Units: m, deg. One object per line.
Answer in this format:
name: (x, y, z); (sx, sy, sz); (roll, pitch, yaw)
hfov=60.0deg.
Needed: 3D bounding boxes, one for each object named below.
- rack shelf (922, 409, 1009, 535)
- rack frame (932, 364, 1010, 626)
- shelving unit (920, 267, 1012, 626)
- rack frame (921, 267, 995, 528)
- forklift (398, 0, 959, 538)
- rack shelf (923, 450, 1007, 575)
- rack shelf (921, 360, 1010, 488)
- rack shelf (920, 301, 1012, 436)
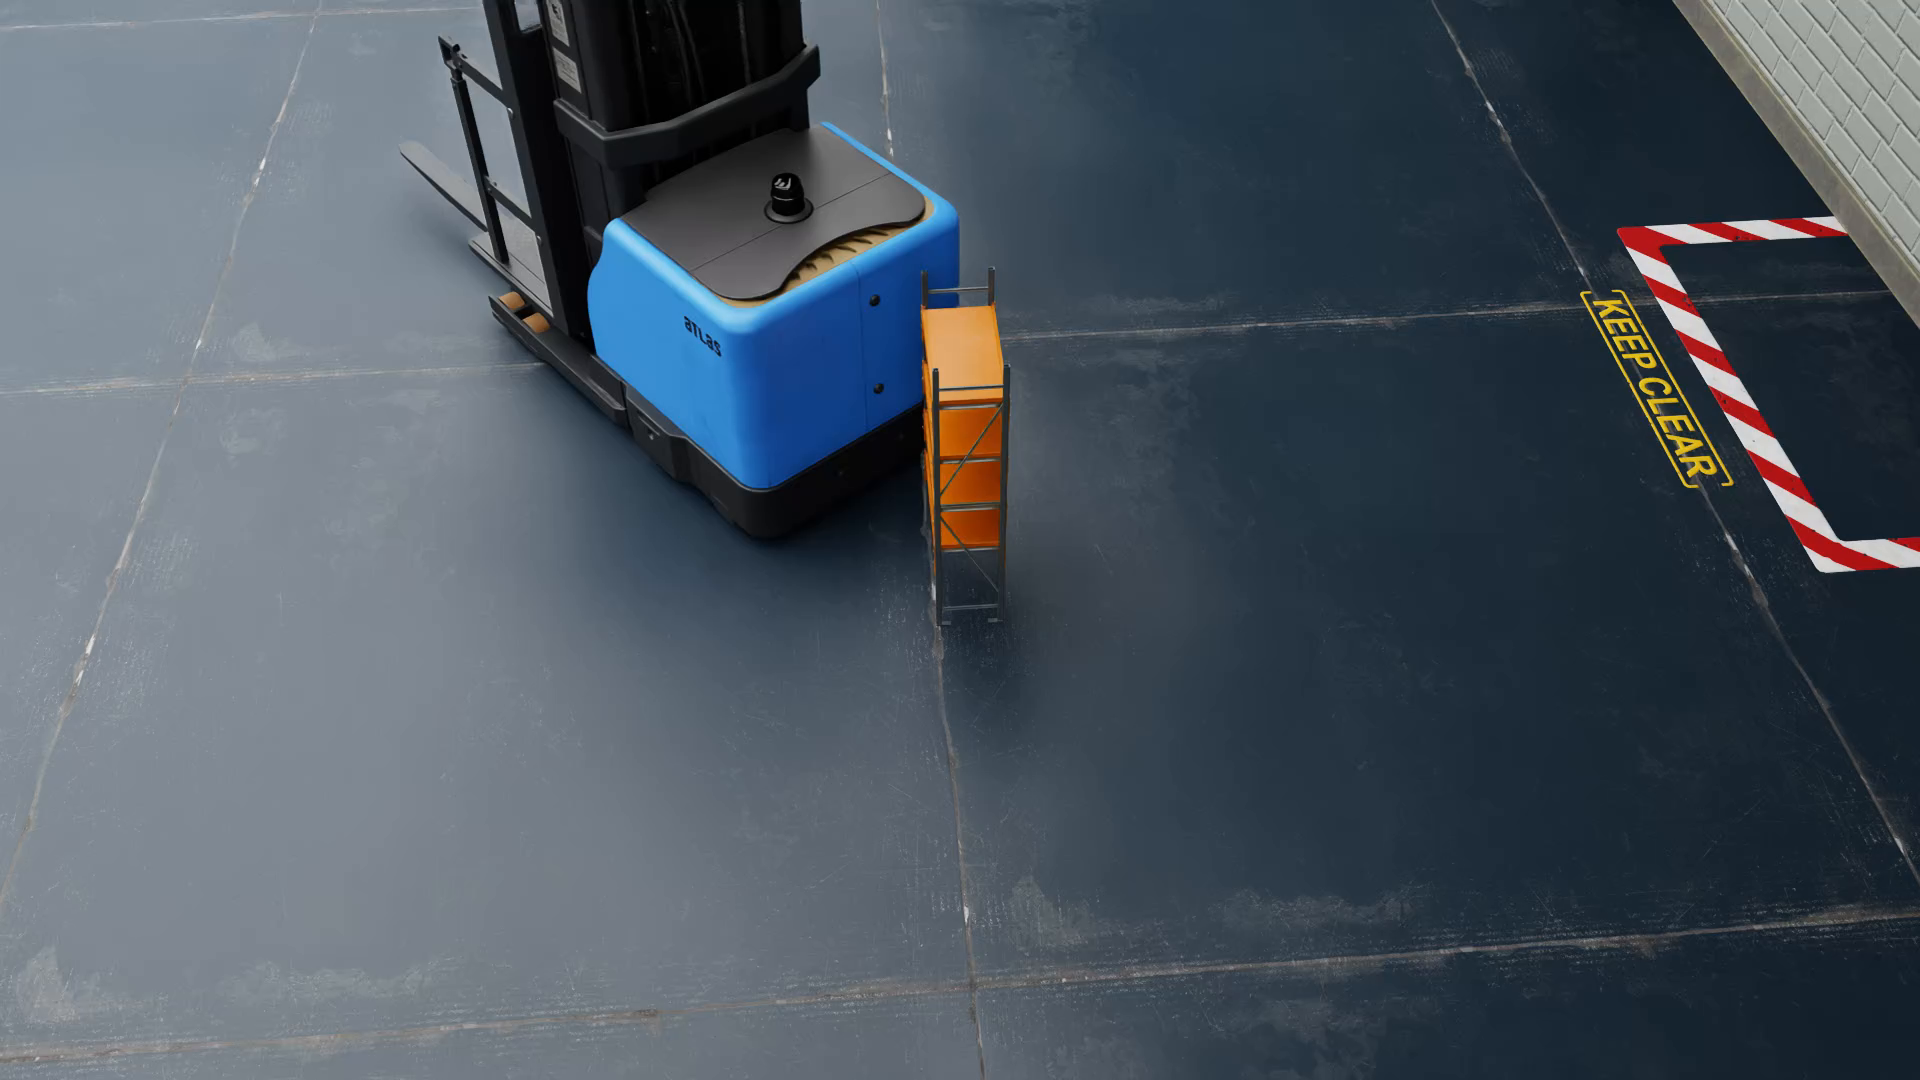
rack shelf: (0.014, -0.247, 5.750); (0.258, 0.148, 0.480); (-3, 47, -3)
rack frame: (0.034, -0.116, 5.534); (0.240, 1.200, 0.015); (-3, 47, -3)
shelving unit: (0.014, -0.293, 5.701); (0.258, 1.200, 0.503); (-3, 47, -3)
rack frame: (-0.007, -0.469, 5.868); (0.240, 1.200, 0.015); (-3, 47, -3)
forklift: (-1.338, -2.010, 6.135); (1.130, 2.935, 3.031); (-33, 55, -27)
rack shelf: (0.014, -0.110, 5.894); (0.258, 0.148, 0.480); (-3, 47, -3)
rack shelf: (0.014, -0.400, 5.587); (0.258, 0.148, 0.480); (-3, 47, -3)
rack shelf: (0.014, -0.563, 5.416); (0.258, 0.148, 0.480); (-3, 47, -3)
